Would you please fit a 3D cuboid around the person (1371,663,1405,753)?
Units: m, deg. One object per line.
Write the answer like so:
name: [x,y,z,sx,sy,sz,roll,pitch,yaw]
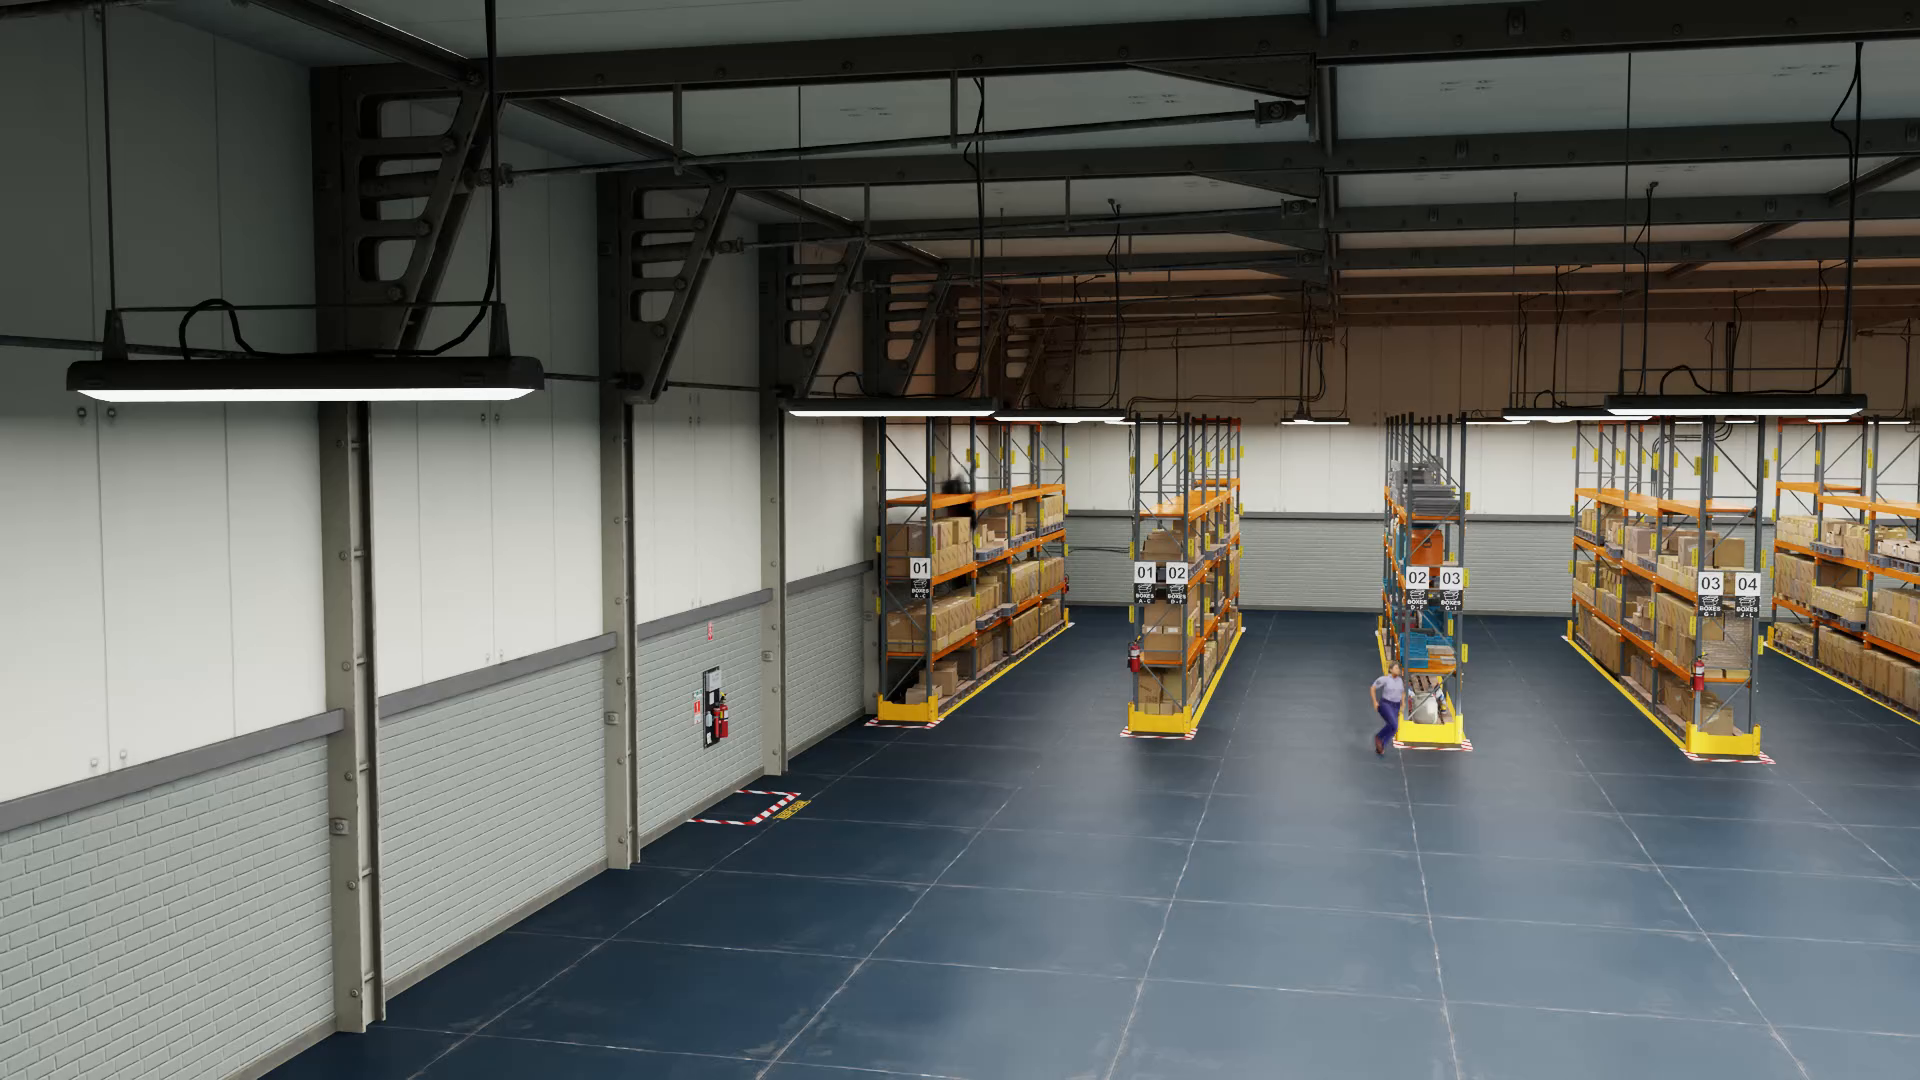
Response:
person: [7.601,2.957,29.208,0.630,1.582,0.554,-2,4,-27]
